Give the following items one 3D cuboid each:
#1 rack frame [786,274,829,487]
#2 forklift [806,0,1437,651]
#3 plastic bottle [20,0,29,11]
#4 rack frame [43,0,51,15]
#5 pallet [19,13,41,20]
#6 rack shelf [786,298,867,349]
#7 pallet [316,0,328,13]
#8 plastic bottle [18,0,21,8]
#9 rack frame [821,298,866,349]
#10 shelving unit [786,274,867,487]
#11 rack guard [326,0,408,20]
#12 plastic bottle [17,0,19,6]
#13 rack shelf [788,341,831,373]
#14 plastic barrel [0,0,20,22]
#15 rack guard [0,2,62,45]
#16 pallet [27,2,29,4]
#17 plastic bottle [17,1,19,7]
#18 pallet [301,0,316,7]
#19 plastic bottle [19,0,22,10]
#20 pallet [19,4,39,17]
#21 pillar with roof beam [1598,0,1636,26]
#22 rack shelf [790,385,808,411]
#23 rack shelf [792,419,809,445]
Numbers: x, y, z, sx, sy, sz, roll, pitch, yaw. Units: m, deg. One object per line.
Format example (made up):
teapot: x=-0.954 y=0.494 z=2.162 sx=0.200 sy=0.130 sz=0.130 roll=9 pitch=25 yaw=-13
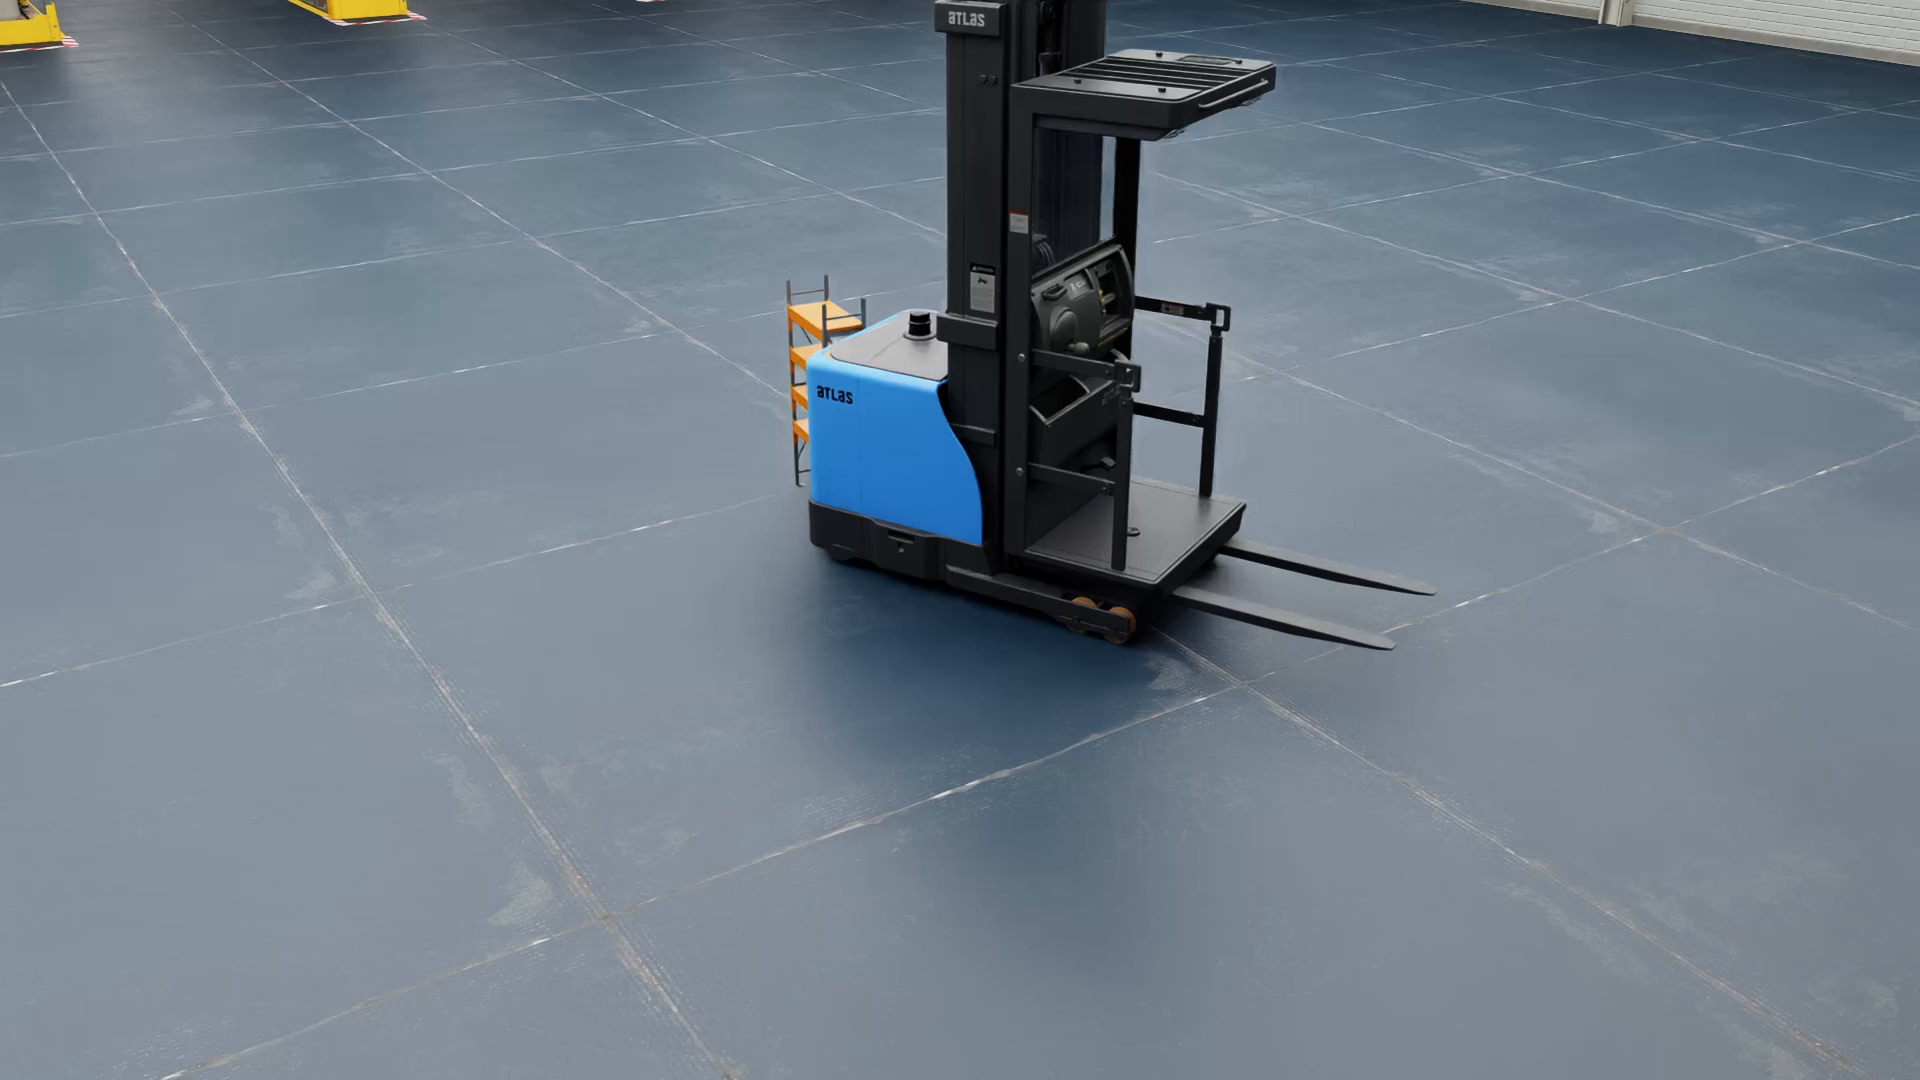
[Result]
rack frame: x=-0.822 y=-0.869 z=9.185 sx=0.240 sy=1.200 sz=0.015 roll=-12 pitch=28 yaw=-24
forklift: x=0.754 y=-1.104 z=7.656 sx=3.031 sy=2.935 sz=1.130 roll=14 pitch=29 yaw=28
plastic bottle: x=-14.209 y=-8.174 z=25.233 sx=0.097 sy=0.271 sz=0.097 roll=0 pitch=25 yaw=0
rack frame: x=-13.480 y=-8.488 z=23.216 sx=1.000 sy=3.000 sz=0.127 roll=-16 pitch=29 yaw=-30
pallet: x=-14.000 y=-7.535 z=24.464 sx=1.003 sy=0.211 sz=1.213 roll=-16 pitch=29 yaw=-30
rack shelf: x=-0.710 y=-1.132 z=8.821 sx=0.258 sy=0.148 sz=0.480 roll=-12 pitch=28 yaw=-24
pallet: x=-9.786 y=-8.707 z=26.947 sx=1.003 sy=0.211 sz=1.213 roll=-16 pitch=29 yaw=-30
plastic bottle: x=-14.396 y=-8.297 z=25.492 sx=0.097 sy=0.271 sz=0.097 roll=0 pitch=25 yaw=0
rack frame: x=-0.598 y=-0.684 z=8.793 sx=0.240 sy=1.200 sz=0.015 roll=-12 pitch=28 yaw=-24
shelving unit: x=-0.710 y=-0.776 z=8.989 sx=0.258 sy=1.200 sz=0.503 roll=-12 pitch=28 yaw=-24
rack guard: x=-9.372 y=-8.539 z=26.253 sx=1.175 sy=0.500 sz=0.348 roll=-16 pitch=29 yaw=-30
plastic bottle: x=-14.451 y=-8.333 z=25.568 sx=0.097 sy=0.271 sz=0.097 roll=0 pitch=25 yaw=0
rack shelf: x=-0.710 y=-0.918 z=8.922 sx=0.258 sy=0.148 sz=0.480 roll=-12 pitch=28 yaw=-24
plastic barrel: x=-13.904 y=-7.770 z=24.119 sx=0.421 sy=0.512 sz=0.421 roll=0 pitch=25 yaw=0
rack guard: x=-13.561 y=-7.374 z=23.784 sx=1.175 sy=0.500 sz=0.348 roll=-16 pitch=29 yaw=-30
pallet: x=-15.332 y=-8.408 z=26.313 sx=1.003 sy=0.211 sz=1.213 roll=-16 pitch=29 yaw=-30
plastic bottle: x=-14.505 y=-8.336 z=25.658 sx=0.097 sy=0.201 sz=0.097 roll=0 pitch=25 yaw=0
pallet: x=-10.448 y=-9.143 z=27.871 sx=1.003 sy=0.211 sz=1.213 roll=-16 pitch=29 yaw=-30
plastic bottle: x=-14.266 y=-8.180 z=25.326 sx=0.097 sy=0.201 sz=0.097 roll=0 pitch=25 yaw=0
pallet: x=-14.662 y=-7.971 z=25.388 sx=1.003 sy=0.211 sz=1.213 roll=-16 pitch=29 yaw=-30
pillar with roof beam: x=6.448 y=-10.986 z=21.481 sx=9.100 sy=9.000 sz=0.400 roll=-16 pitch=29 yaw=-30
rack shelf: x=-0.710 y=-0.715 z=9.018 sx=0.258 sy=0.148 sz=0.480 roll=-12 pitch=28 yaw=-24
rack shelf: x=-0.710 y=-0.536 z=9.103 sx=0.258 sy=0.148 sz=0.480 roll=-12 pitch=28 yaw=-24
